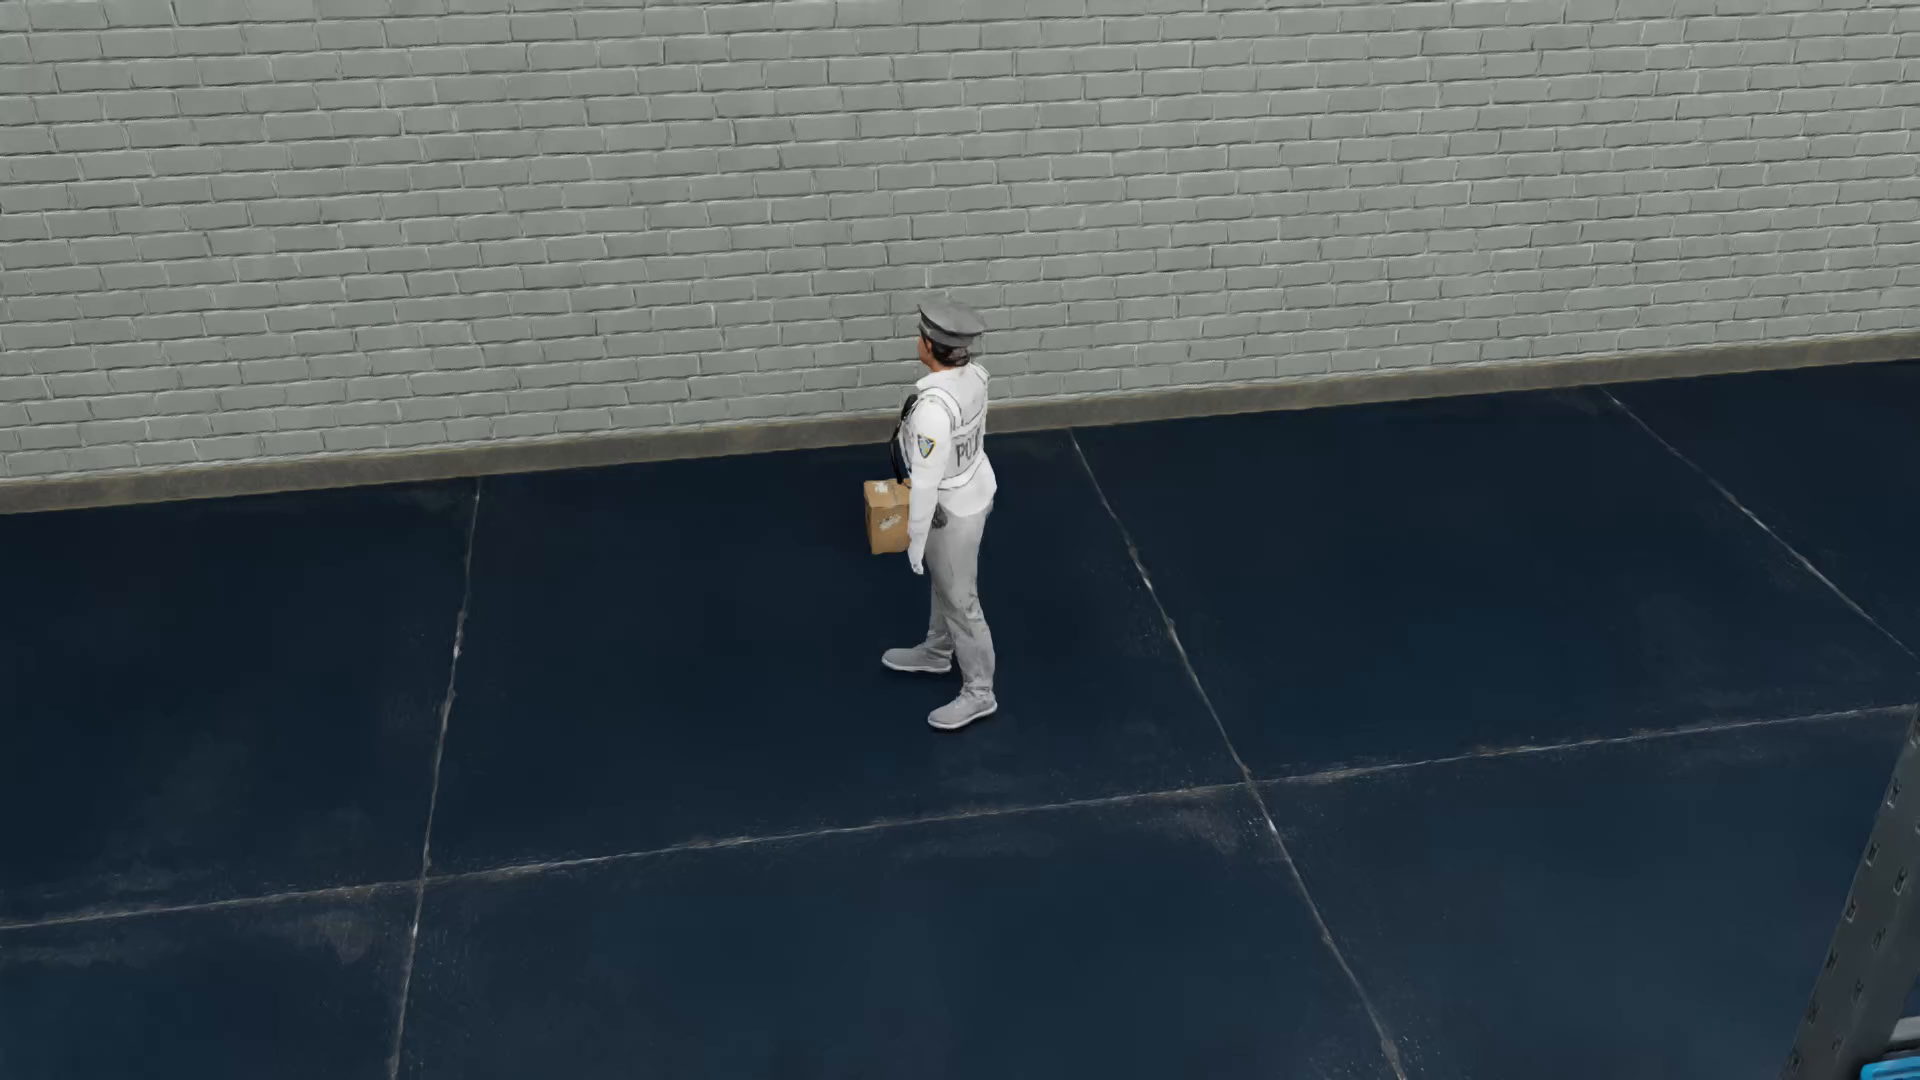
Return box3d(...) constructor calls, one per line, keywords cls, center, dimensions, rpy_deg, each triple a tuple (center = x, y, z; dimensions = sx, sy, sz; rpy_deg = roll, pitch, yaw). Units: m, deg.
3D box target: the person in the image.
box3d(cls="person", center=(-0.083, -0.122, 6.280), dimensions=(0.532, 1.673, 0.569), rpy_deg=(9, 32, 14))
